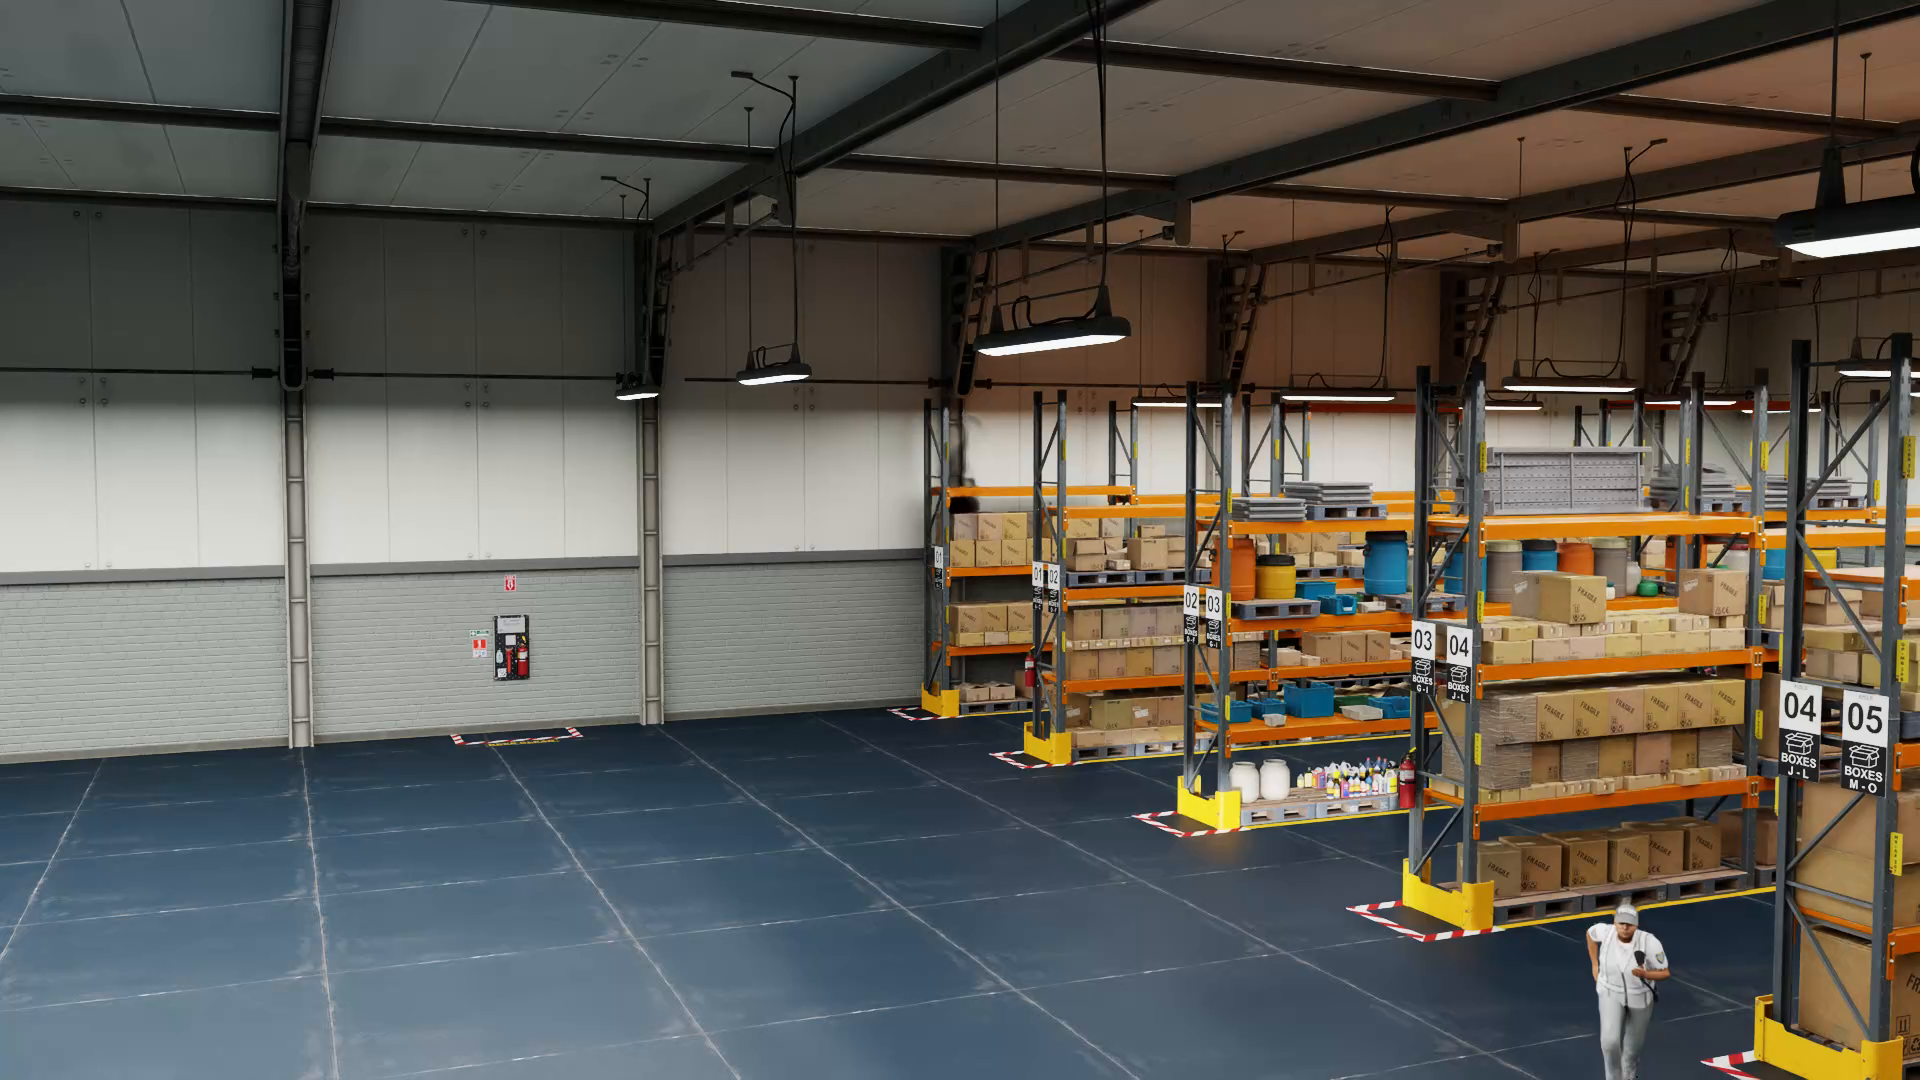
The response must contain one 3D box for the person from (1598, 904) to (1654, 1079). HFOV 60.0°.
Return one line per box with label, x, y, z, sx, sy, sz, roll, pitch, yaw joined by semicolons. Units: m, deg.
person;5.182;3.596;12.951;0.404;1.660;0.830;1;4;20
